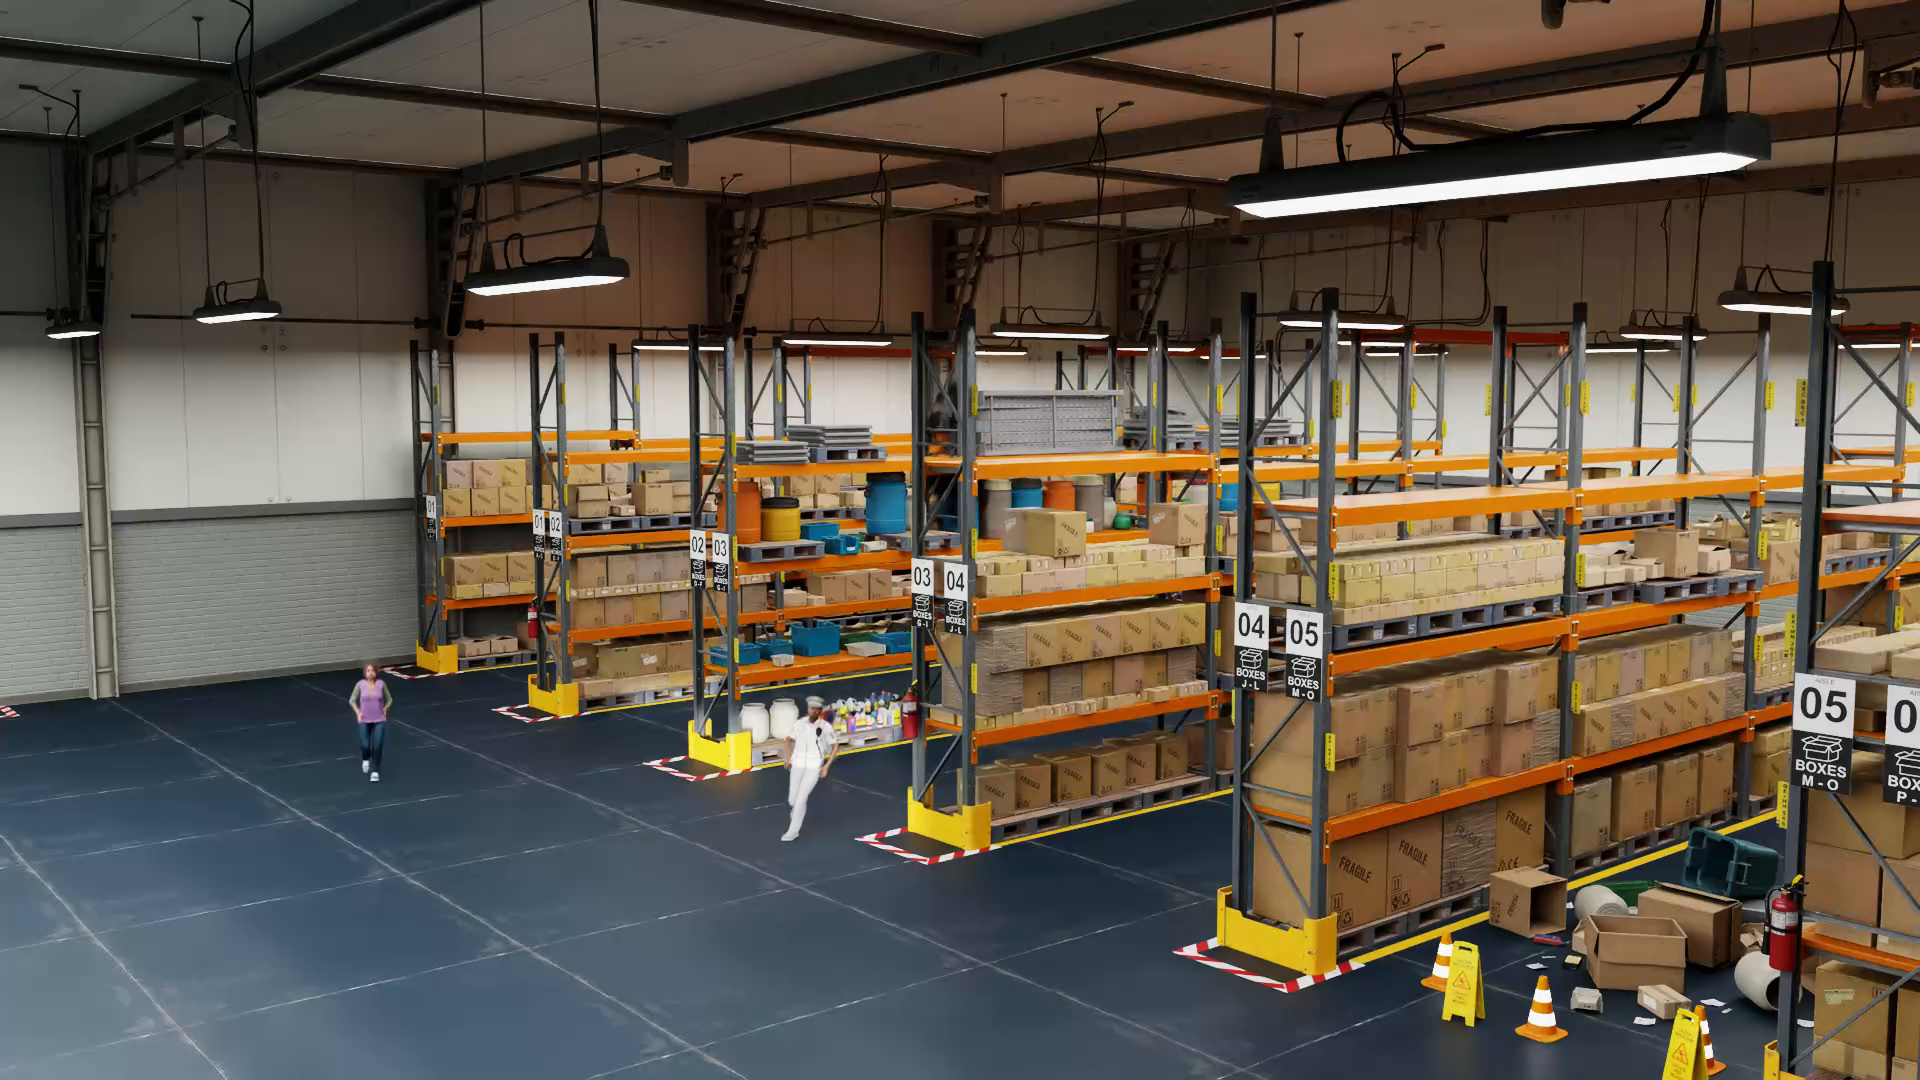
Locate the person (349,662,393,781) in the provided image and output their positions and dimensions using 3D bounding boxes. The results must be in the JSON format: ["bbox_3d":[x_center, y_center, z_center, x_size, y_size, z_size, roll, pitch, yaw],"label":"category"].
[{"bbox_3d":[-7.698,2.387,21.773,0.535,1.532,0.557,-2,6,-21],"label":"person"}]

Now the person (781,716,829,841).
[{"bbox_3d":[-1.767,2.714,19.099,0.514,1.379,0.678,1,5,10],"label":"person"}]
